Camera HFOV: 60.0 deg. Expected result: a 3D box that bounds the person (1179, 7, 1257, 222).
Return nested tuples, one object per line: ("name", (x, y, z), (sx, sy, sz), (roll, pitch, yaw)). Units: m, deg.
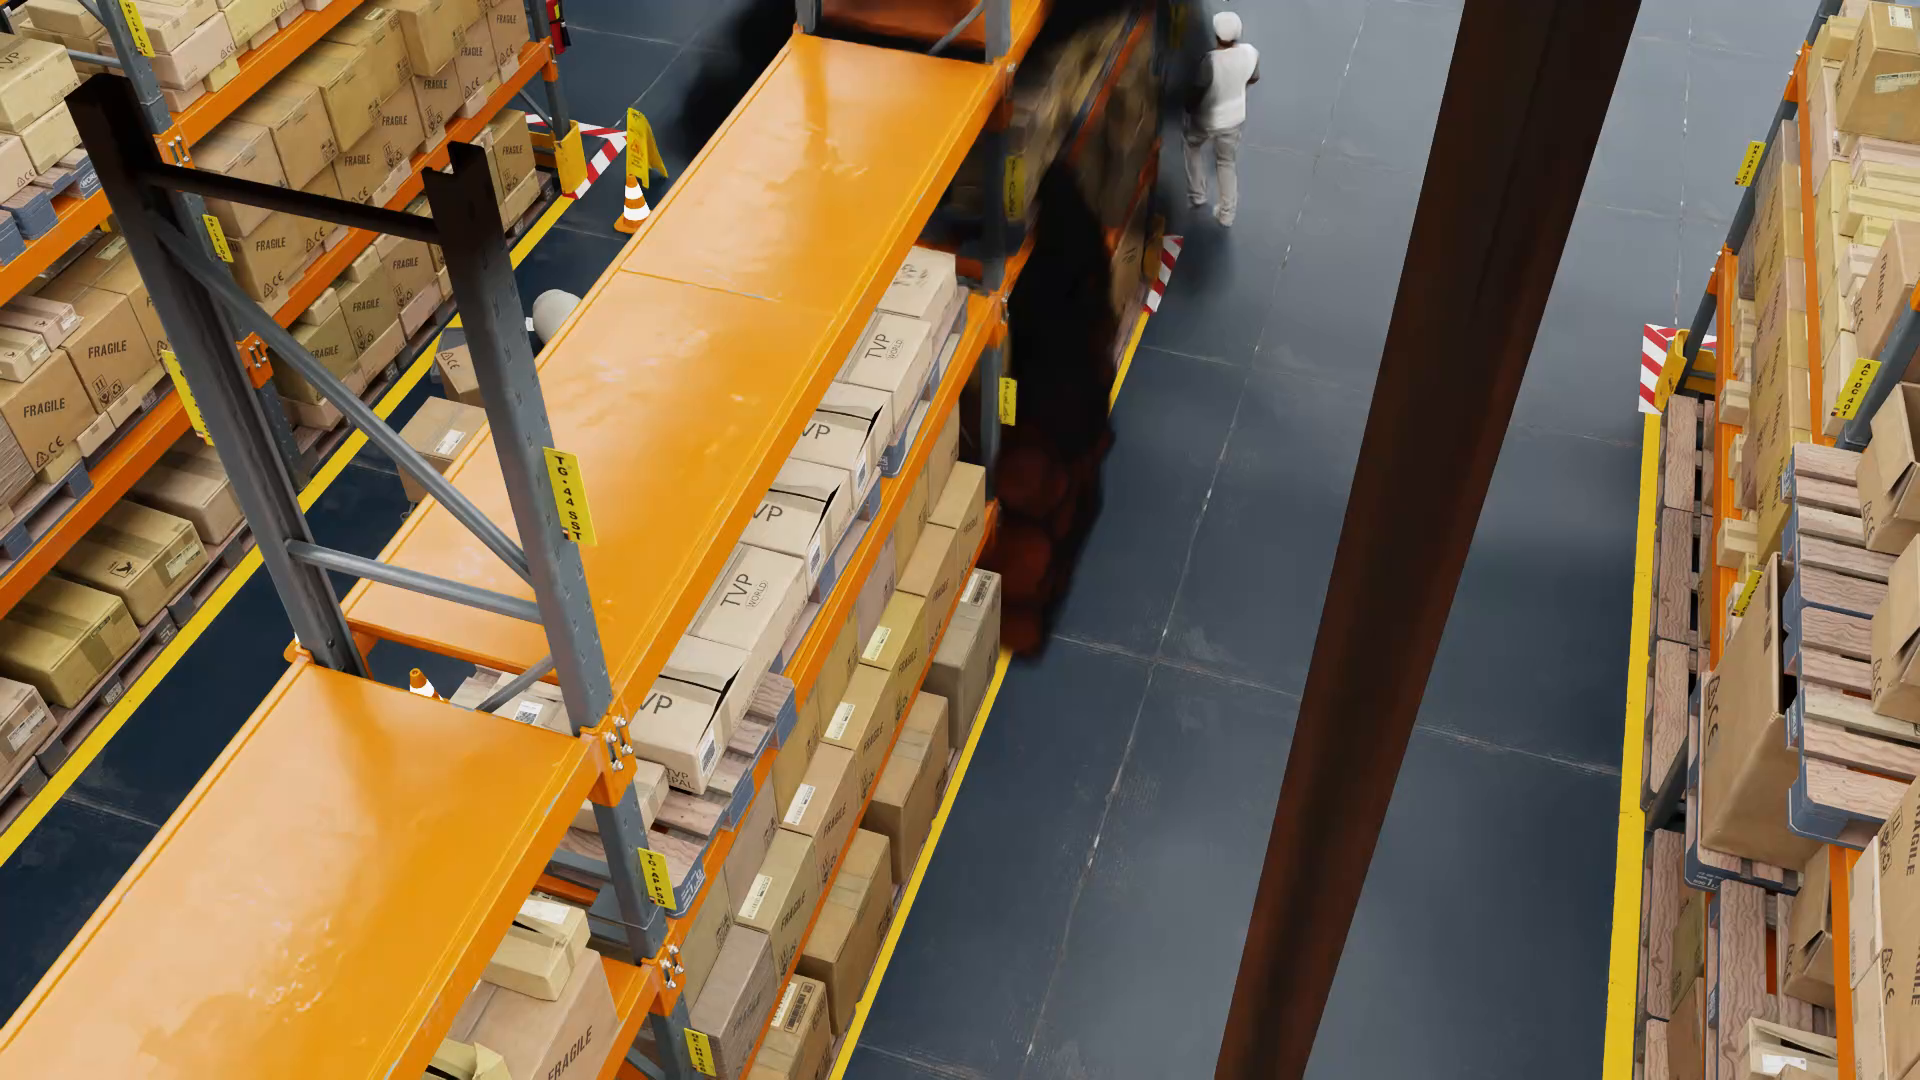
("person", (1.996, -3.365, 13.203), (0.706, 1.850, 0.747), (-14, 47, -13))
